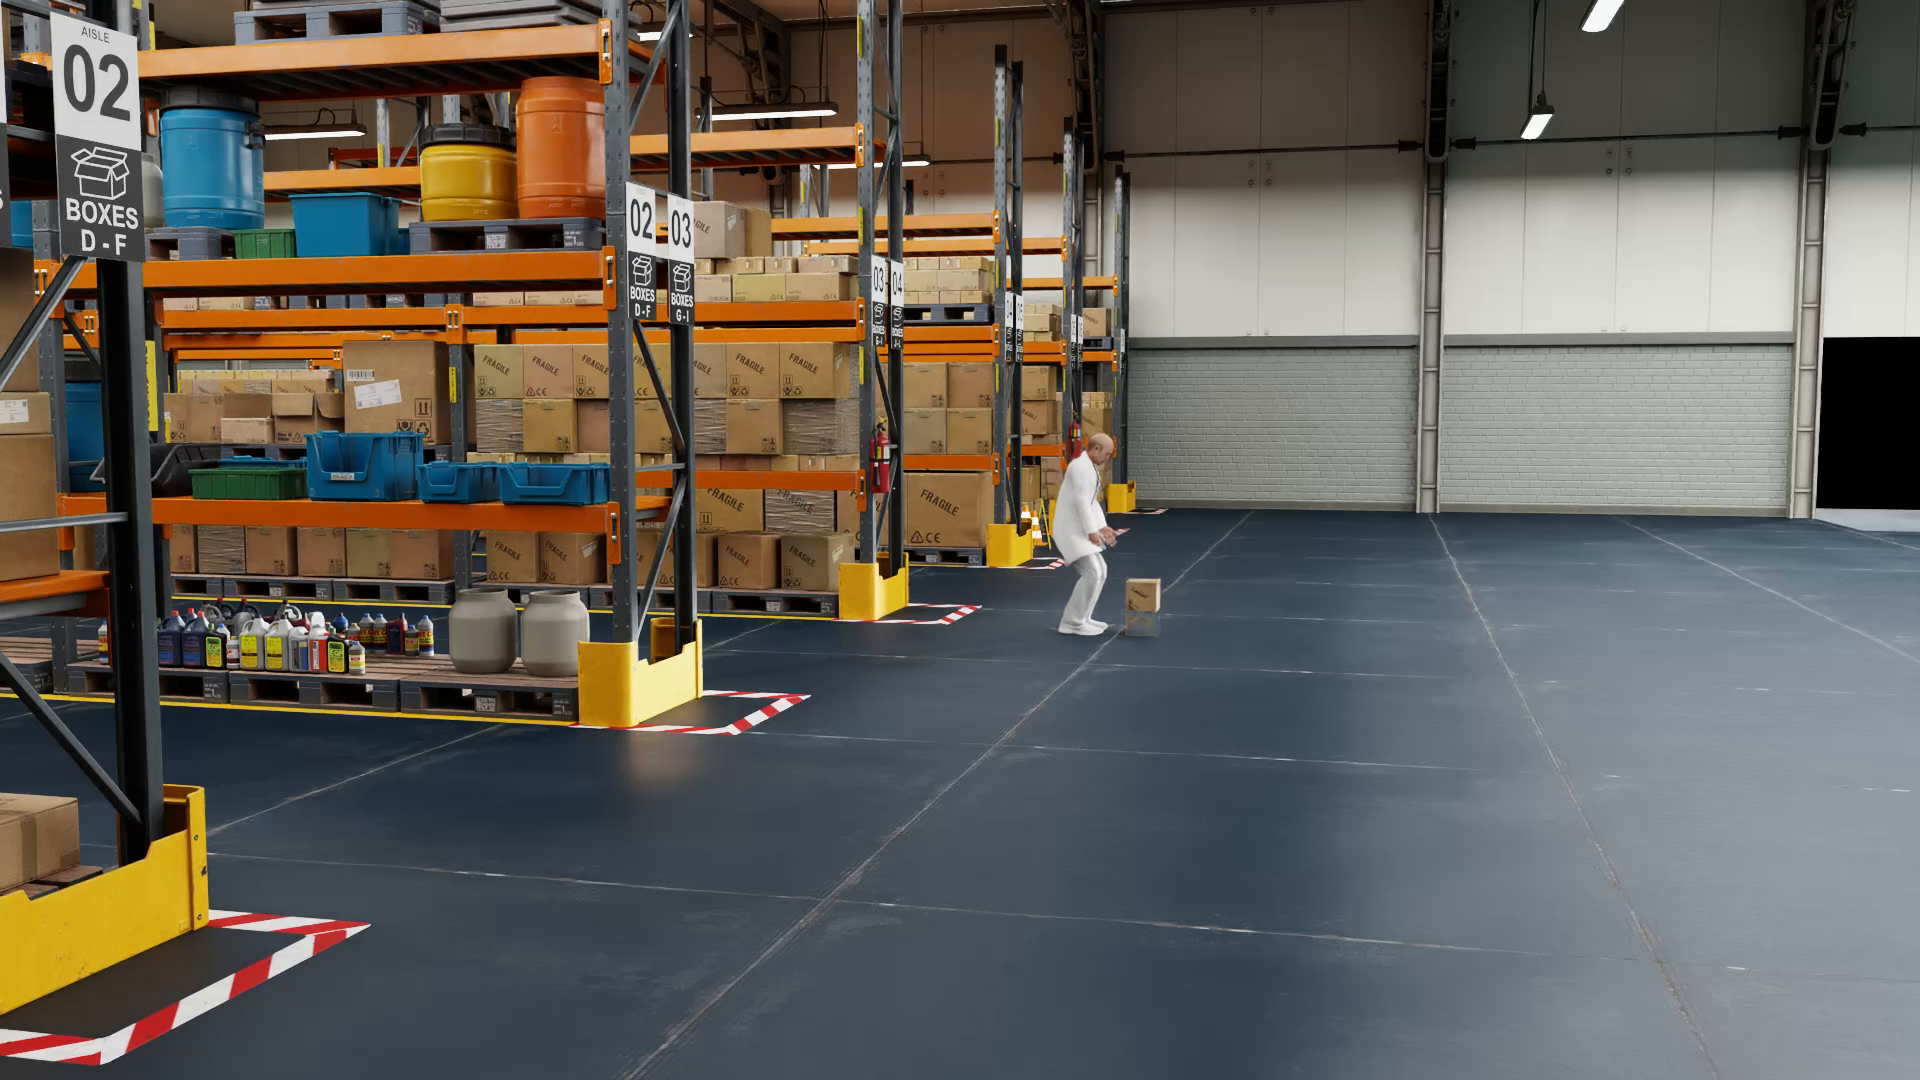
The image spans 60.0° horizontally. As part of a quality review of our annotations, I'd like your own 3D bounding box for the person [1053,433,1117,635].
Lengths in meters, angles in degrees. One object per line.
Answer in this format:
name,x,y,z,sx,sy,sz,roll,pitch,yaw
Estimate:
person,1.033,-0.054,13.887,0.496,1.662,0.607,1,5,15
